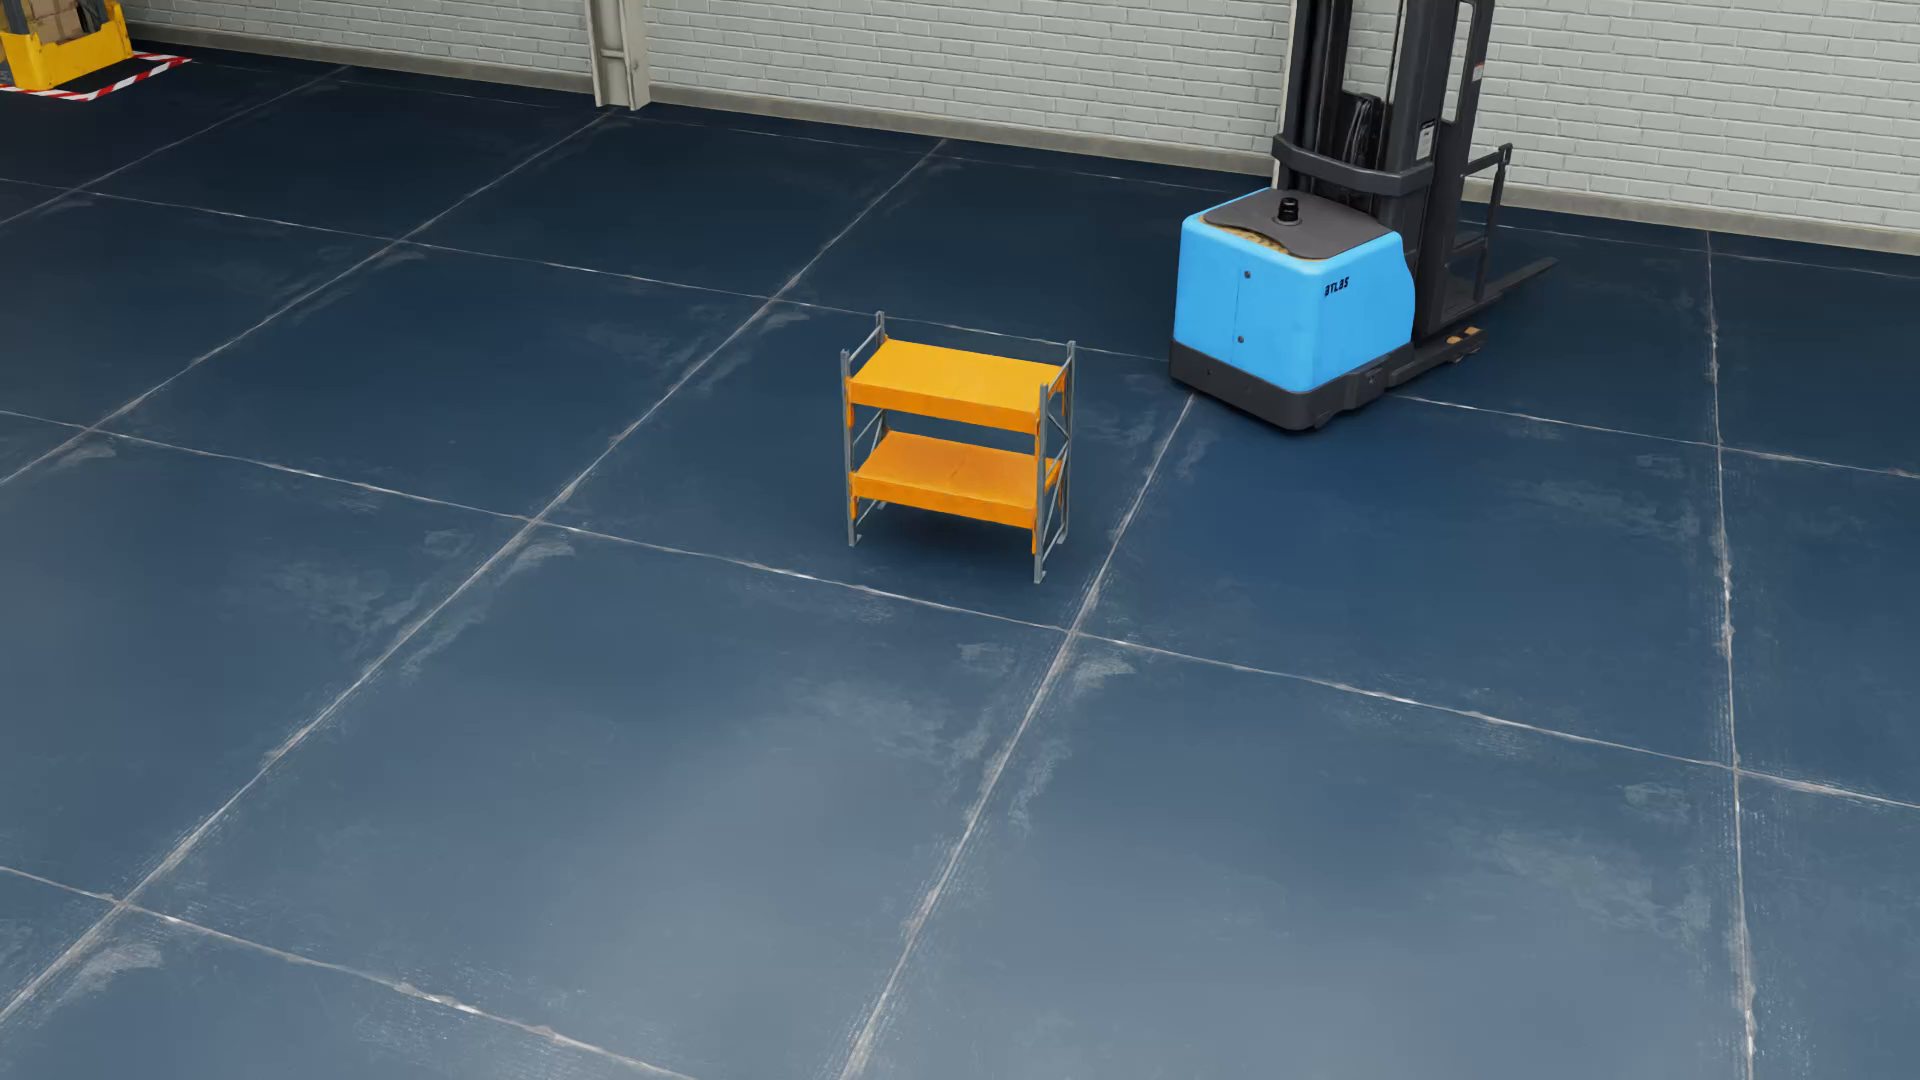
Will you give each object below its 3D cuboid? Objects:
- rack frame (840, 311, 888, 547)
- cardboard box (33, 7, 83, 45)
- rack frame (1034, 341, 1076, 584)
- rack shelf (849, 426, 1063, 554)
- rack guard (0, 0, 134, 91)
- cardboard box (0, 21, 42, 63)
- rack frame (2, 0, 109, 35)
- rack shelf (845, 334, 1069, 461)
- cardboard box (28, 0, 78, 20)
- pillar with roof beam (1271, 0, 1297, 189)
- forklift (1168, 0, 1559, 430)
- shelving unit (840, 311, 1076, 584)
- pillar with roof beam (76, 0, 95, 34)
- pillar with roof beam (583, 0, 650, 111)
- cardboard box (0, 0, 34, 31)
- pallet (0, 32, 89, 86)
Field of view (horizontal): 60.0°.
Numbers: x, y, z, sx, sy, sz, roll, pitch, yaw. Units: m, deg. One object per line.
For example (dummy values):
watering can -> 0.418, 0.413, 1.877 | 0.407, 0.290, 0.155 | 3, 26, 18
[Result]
rack frame -> -0.485, -0.567, 8.591 | 0.032, 1.125, 0.500 | 11, 34, 16
cardboard box -> -8.674, -4.858, 15.657 | 0.500, 0.250, 0.500 | 11, 34, 17
rack frame -> 0.472, -0.381, 8.303 | 0.032, 1.125, 0.500 | 11, 34, 16
rack shelf -> -0.006, -0.268, 8.579 | 1.000, 0.278, 0.538 | 11, 34, 16
rack guard -> -8.255, -4.593, 15.402 | 0.348, 0.500, 1.175 | 11, 34, 16
cardboard box -> -8.826, -4.593, 15.246 | 0.500, 0.250, 0.500 | 11, 35, 17
rack frame -> -8.278, -5.647, 14.731 | 0.127, 3.000, 1.000 | 11, 34, 16
rack shelf -> -0.006, -0.720, 8.288 | 1.000, 0.278, 0.538 | 11, 34, 16
cardboard box -> -8.650, -5.071, 15.525 | 0.500, 0.250, 0.500 | 12, 35, 17
pillar with roof beam -> 1.215, -4.361, 7.208 | 0.400, 9.000, 9.100 | 11, 34, 16
forklift -> 2.715, -2.539, 9.980 | 3.031, 2.935, 1.130 | -26, 41, -34
shelving unit -> -0.006, -0.474, 8.447 | 1.048, 1.125, 0.538 | 11, 34, 16
pillar with roof beam -> -10.081, -6.557, 10.610 | 0.400, 9.000, 9.100 | 11, 34, 16
pillar with roof beam -> -4.433, -5.459, 8.909 | 0.400, 9.000, 9.100 | 11, 34, 16
cardboard box -> -8.841, -4.808, 15.118 | 0.500, 0.250, 0.500 | 11, 34, 16
pallet -> -9.012, -4.594, 15.671 | 1.213, 0.211, 1.003 | 11, 34, 16
